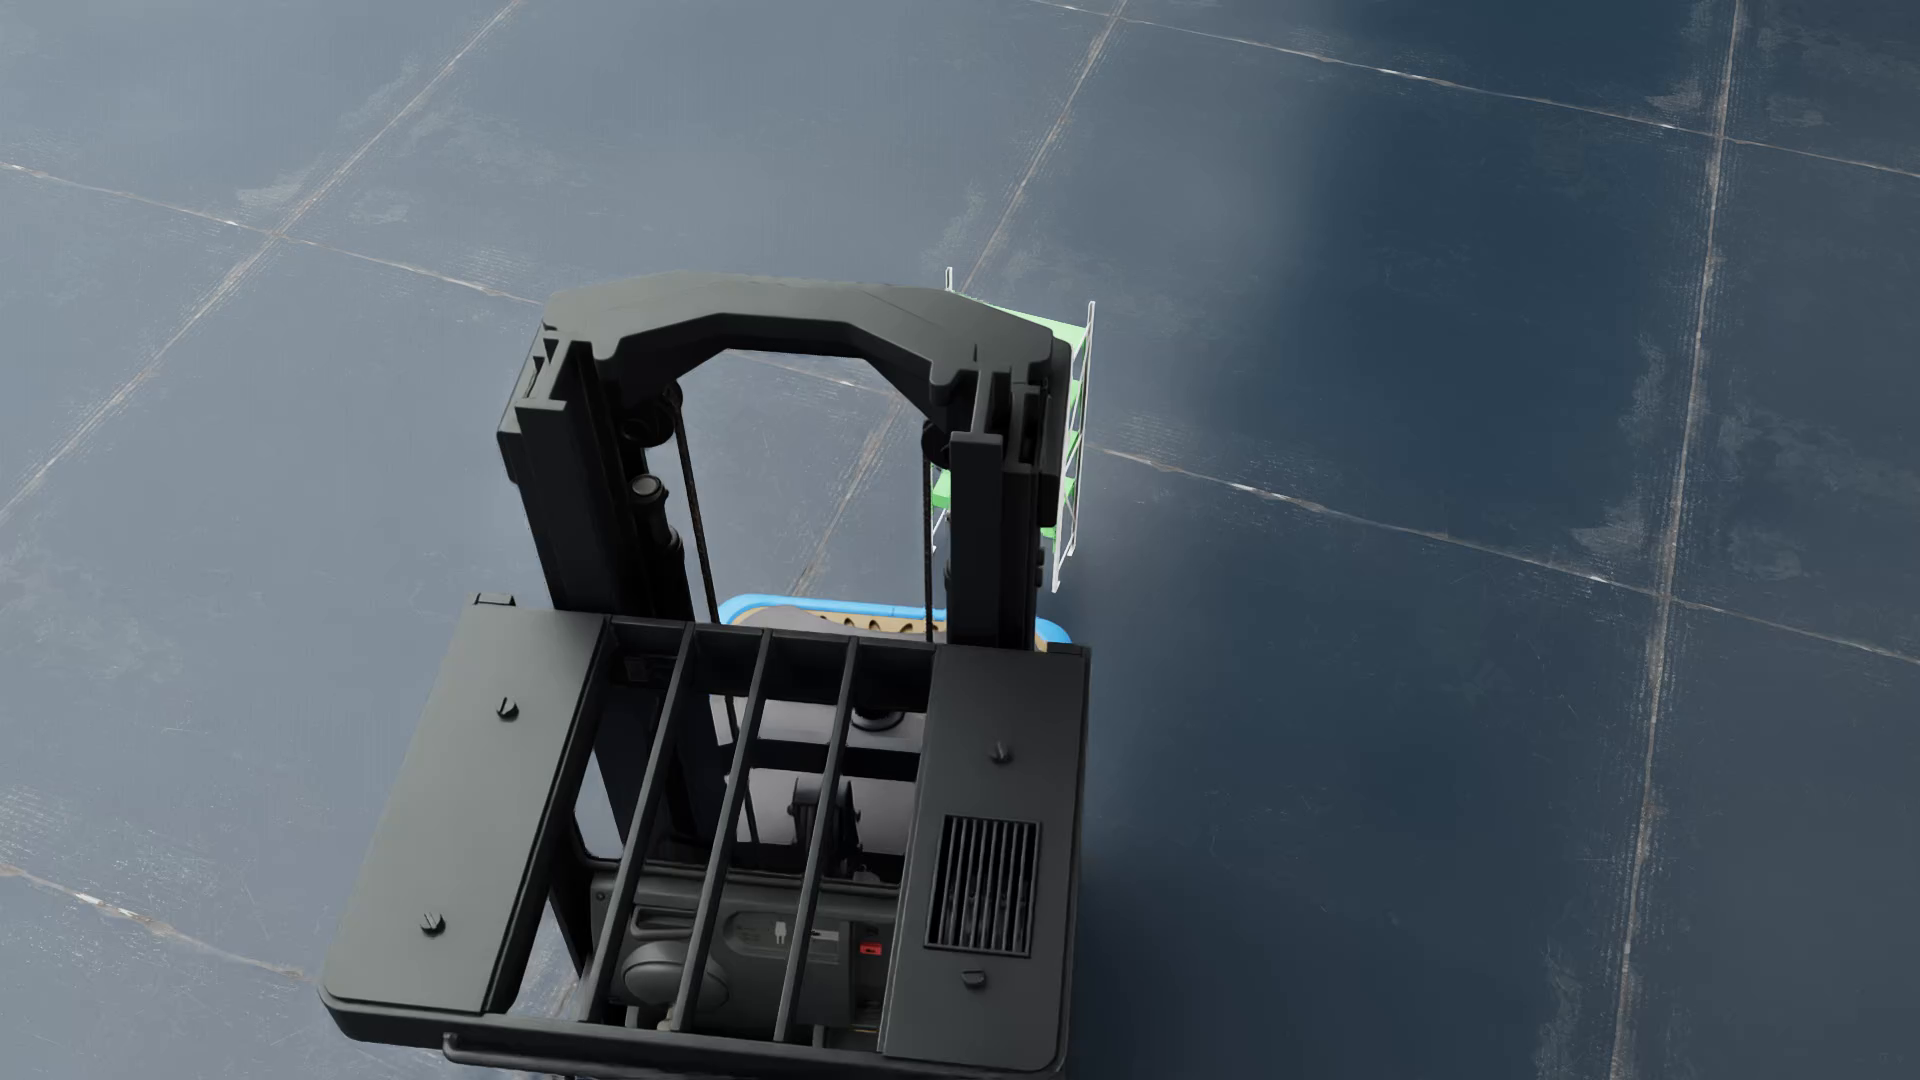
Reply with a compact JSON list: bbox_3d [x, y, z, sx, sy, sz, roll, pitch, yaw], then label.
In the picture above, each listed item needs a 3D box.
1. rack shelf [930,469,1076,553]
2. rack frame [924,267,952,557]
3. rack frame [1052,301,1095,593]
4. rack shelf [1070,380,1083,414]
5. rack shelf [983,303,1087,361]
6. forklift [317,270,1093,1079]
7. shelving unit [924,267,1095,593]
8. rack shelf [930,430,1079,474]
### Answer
[{"bbox_3d":[0.155,-0.151,5.989,0.480,0.148,0.258,16,51,13],"label":"rack shelf"},{"bbox_3d":[-0.074,-0.414,5.814,0.015,1.200,0.240,16,51,13],"label":"rack frame"},{"bbox_3d":[0.384,-0.286,5.704,0.015,1.200,0.240,16,51,13],"label":"rack frame"},{"bbox_3d":[0.155,-0.465,5.626,0.480,0.148,0.258,16,51,13],"label":"rack shelf"},{"bbox_3d":[0.155,-0.622,5.445,0.480,0.148,0.258,16,51,13],"label":"rack shelf"},{"bbox_3d":[-0.346,1.036,3.412,1.130,2.935,3.031,5,49,4],"label":"forklift"},{"bbox_3d":[0.155,-0.350,5.759,0.503,1.200,0.258,16,51,13],"label":"shelving unit"},{"bbox_3d":[0.155,-0.308,5.807,0.480,0.148,0.258,16,51,13],"label":"rack shelf"}]
